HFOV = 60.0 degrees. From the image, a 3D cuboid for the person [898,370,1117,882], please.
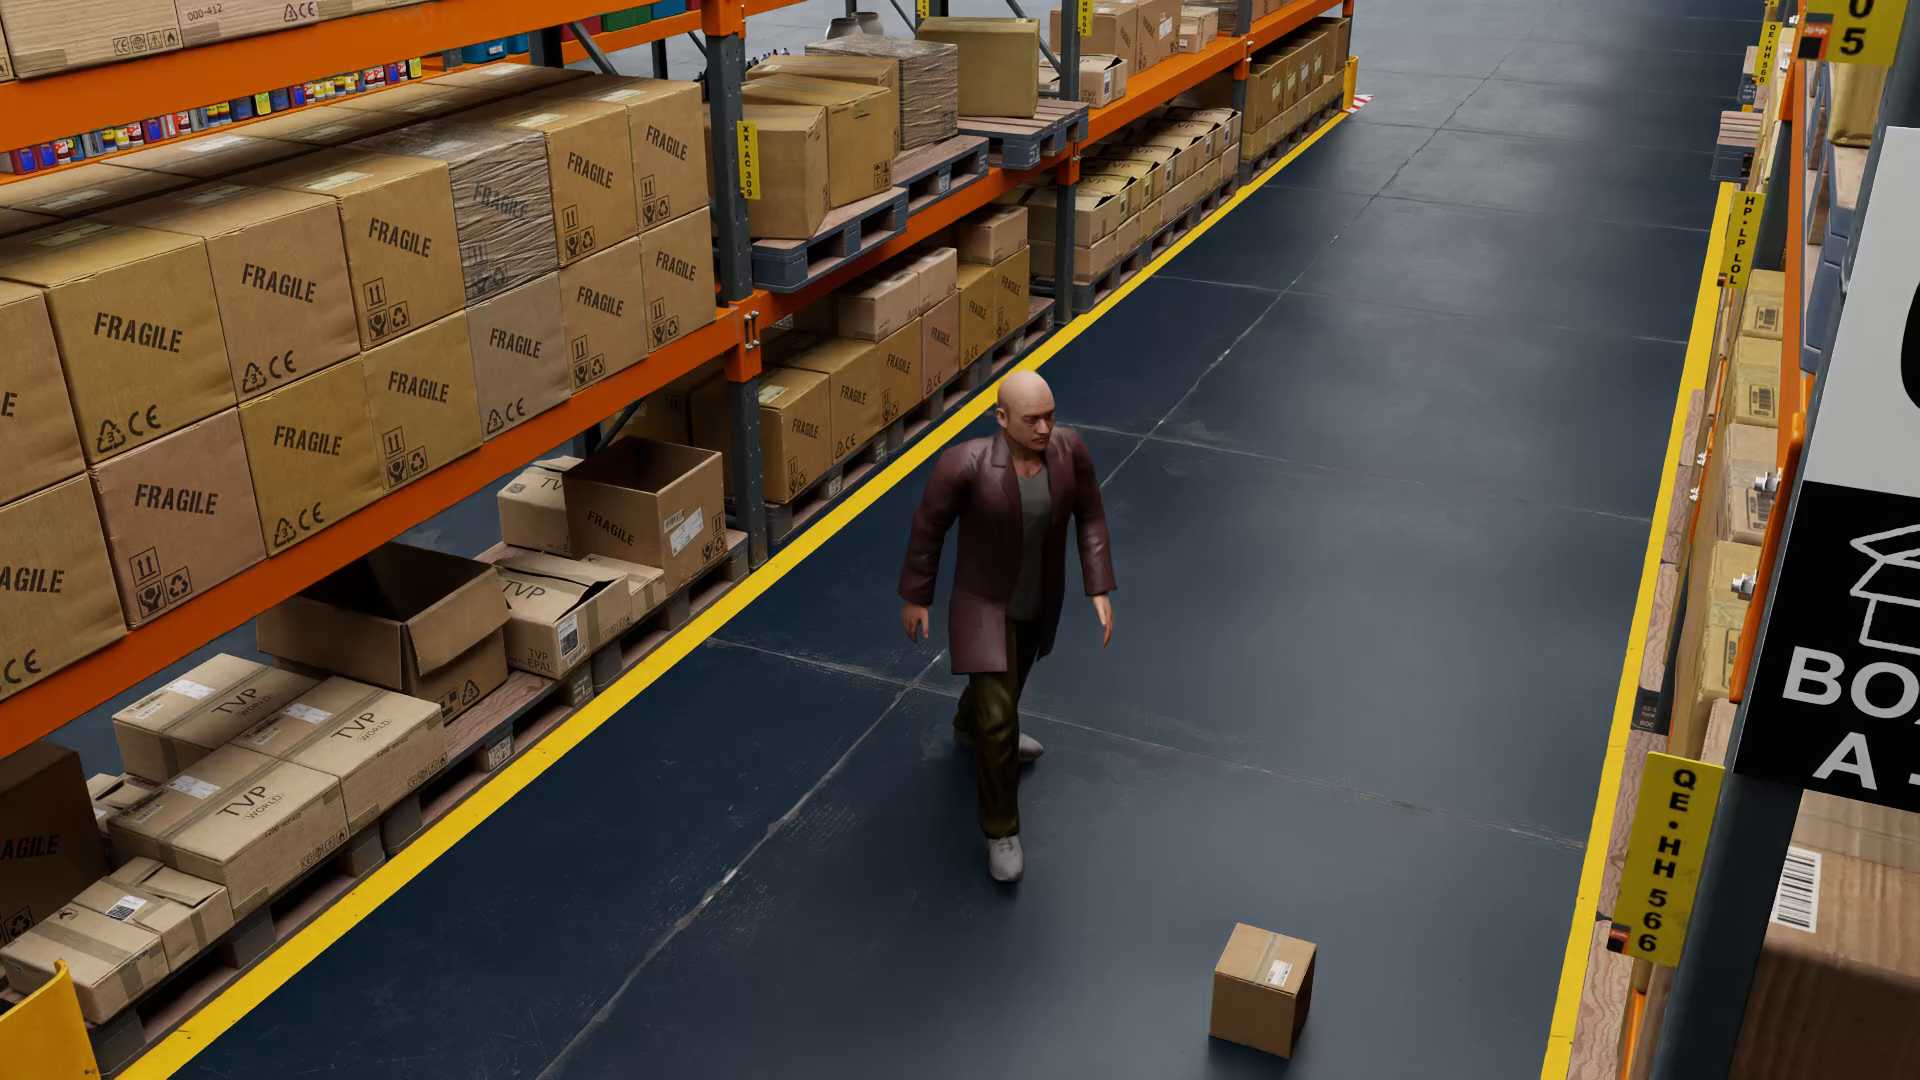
[{"bbox_3d":[0.163,0.200,5.740,0.695,1.711,0.960,-14,29,-26],"label":"person"}]
